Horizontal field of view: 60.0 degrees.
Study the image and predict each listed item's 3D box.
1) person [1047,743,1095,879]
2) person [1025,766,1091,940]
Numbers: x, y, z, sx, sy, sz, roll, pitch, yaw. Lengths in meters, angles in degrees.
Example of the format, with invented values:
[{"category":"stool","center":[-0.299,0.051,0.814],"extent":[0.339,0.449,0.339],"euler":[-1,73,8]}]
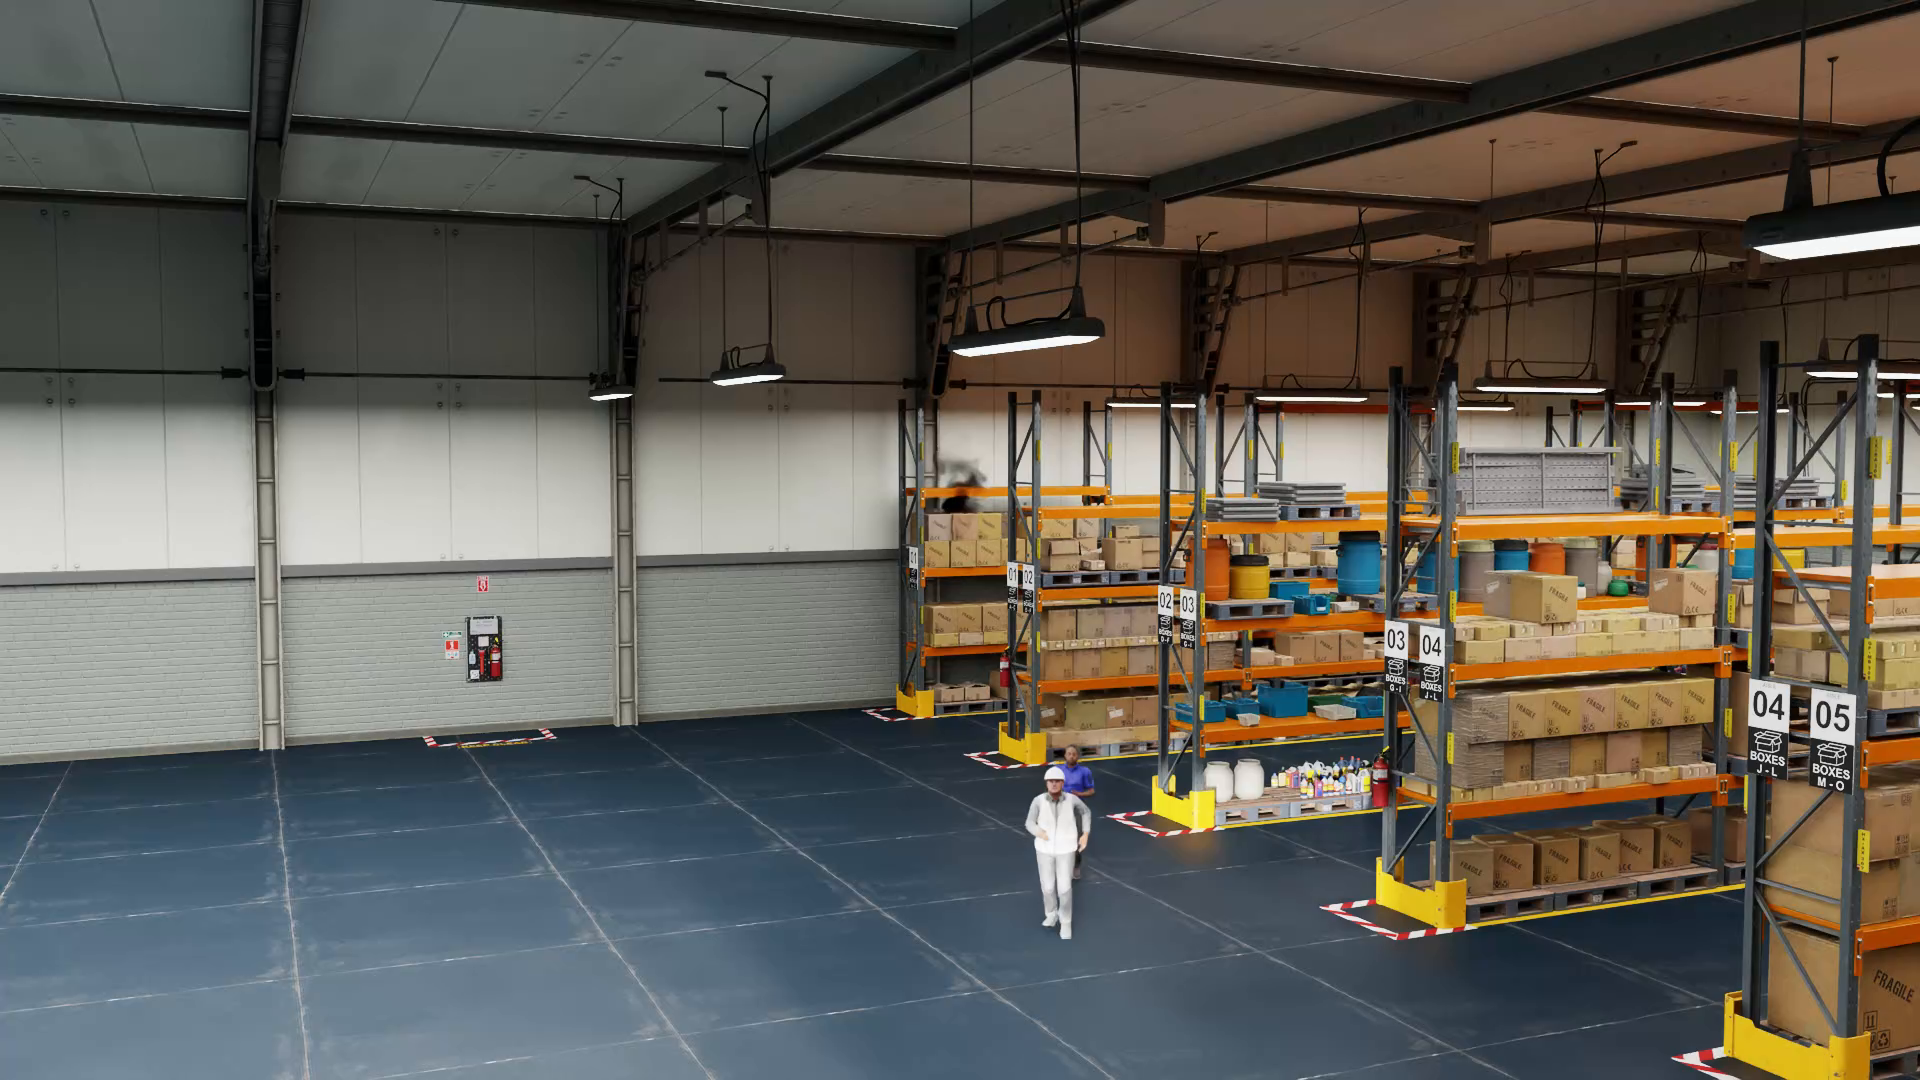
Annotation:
[{"category":"person","center":[1.281,3.200,19.233],"extent":[0.554,1.703,0.796],"euler":[0,3,3]},{"category":"person","center":[1.017,3.280,17.393],"extent":[0.672,1.832,0.731],"euler":[0,3,8]}]
